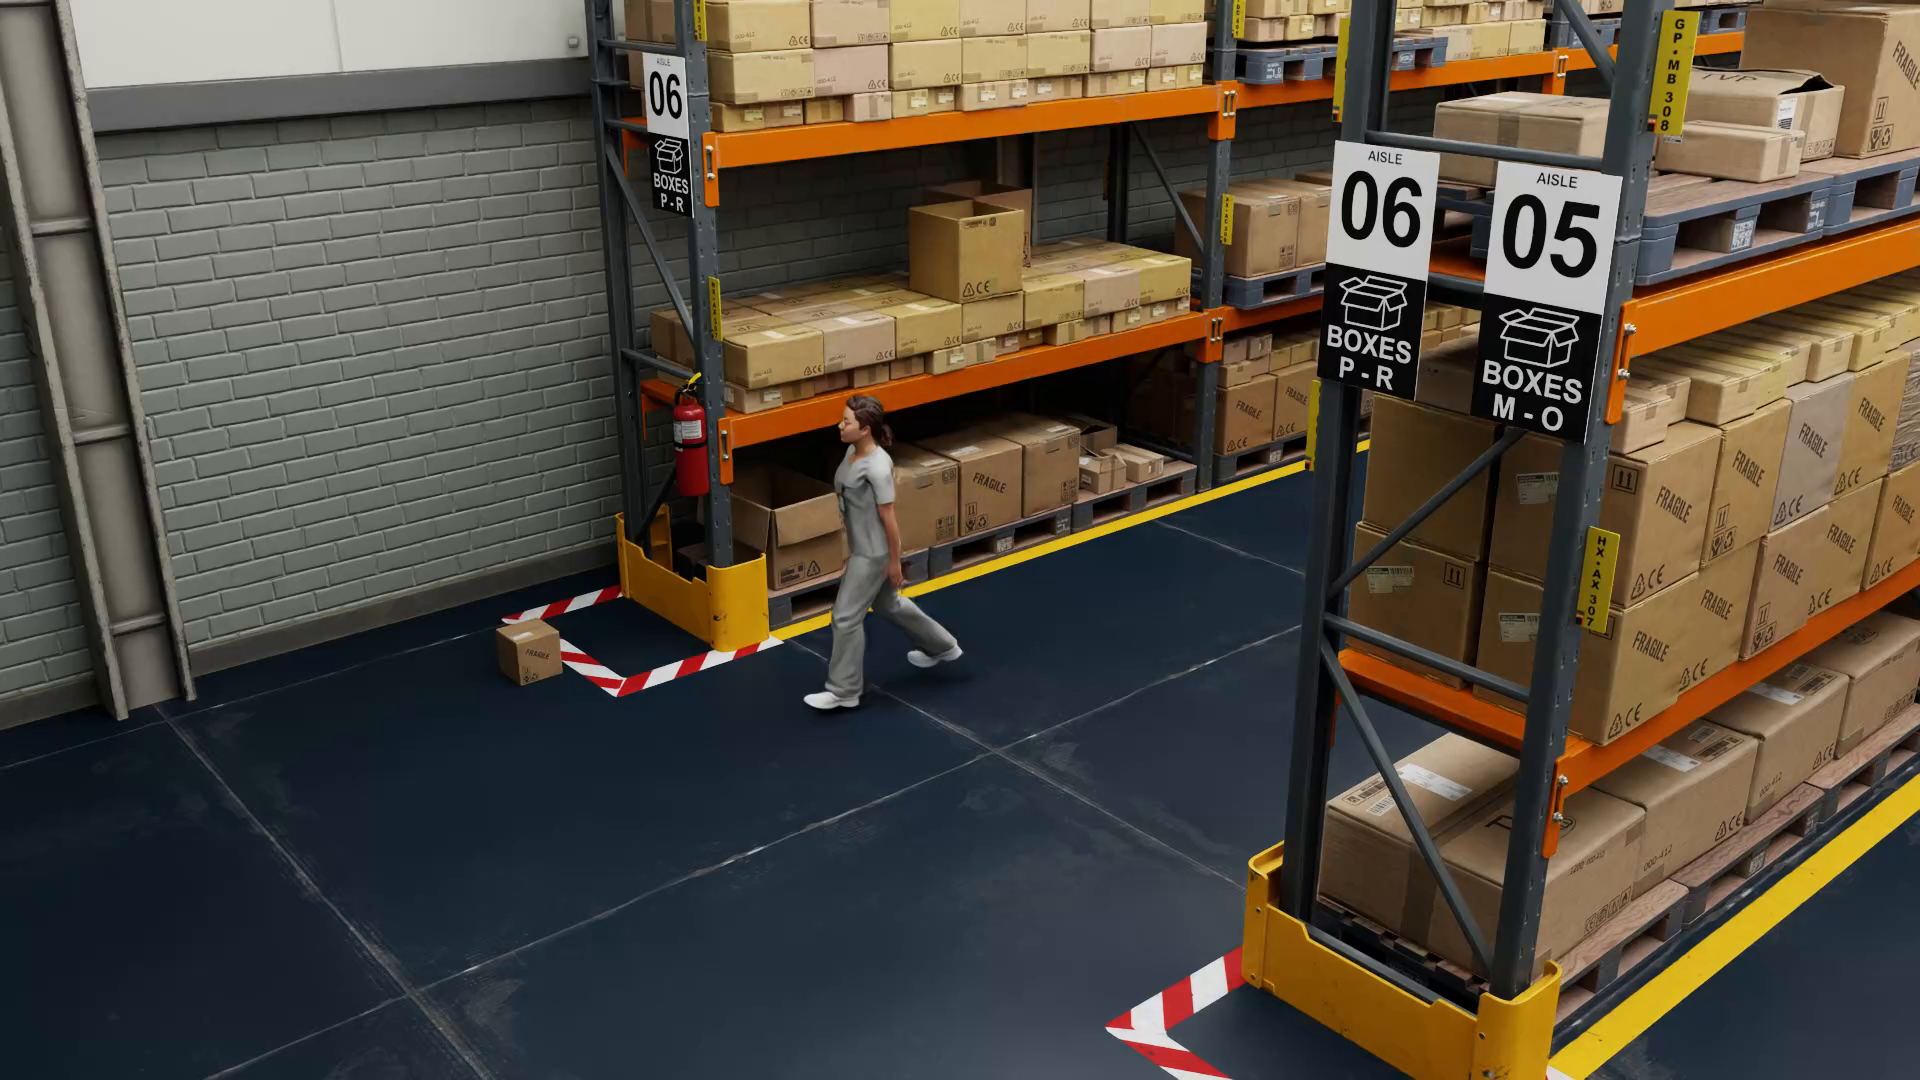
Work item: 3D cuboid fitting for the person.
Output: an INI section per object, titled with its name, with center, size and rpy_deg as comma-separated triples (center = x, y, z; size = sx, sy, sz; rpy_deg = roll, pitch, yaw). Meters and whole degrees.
[person]
center = -0.406, 0.040, 8.503
size = 0.890, 1.638, 0.451
rpy_deg = -5, 22, -13
